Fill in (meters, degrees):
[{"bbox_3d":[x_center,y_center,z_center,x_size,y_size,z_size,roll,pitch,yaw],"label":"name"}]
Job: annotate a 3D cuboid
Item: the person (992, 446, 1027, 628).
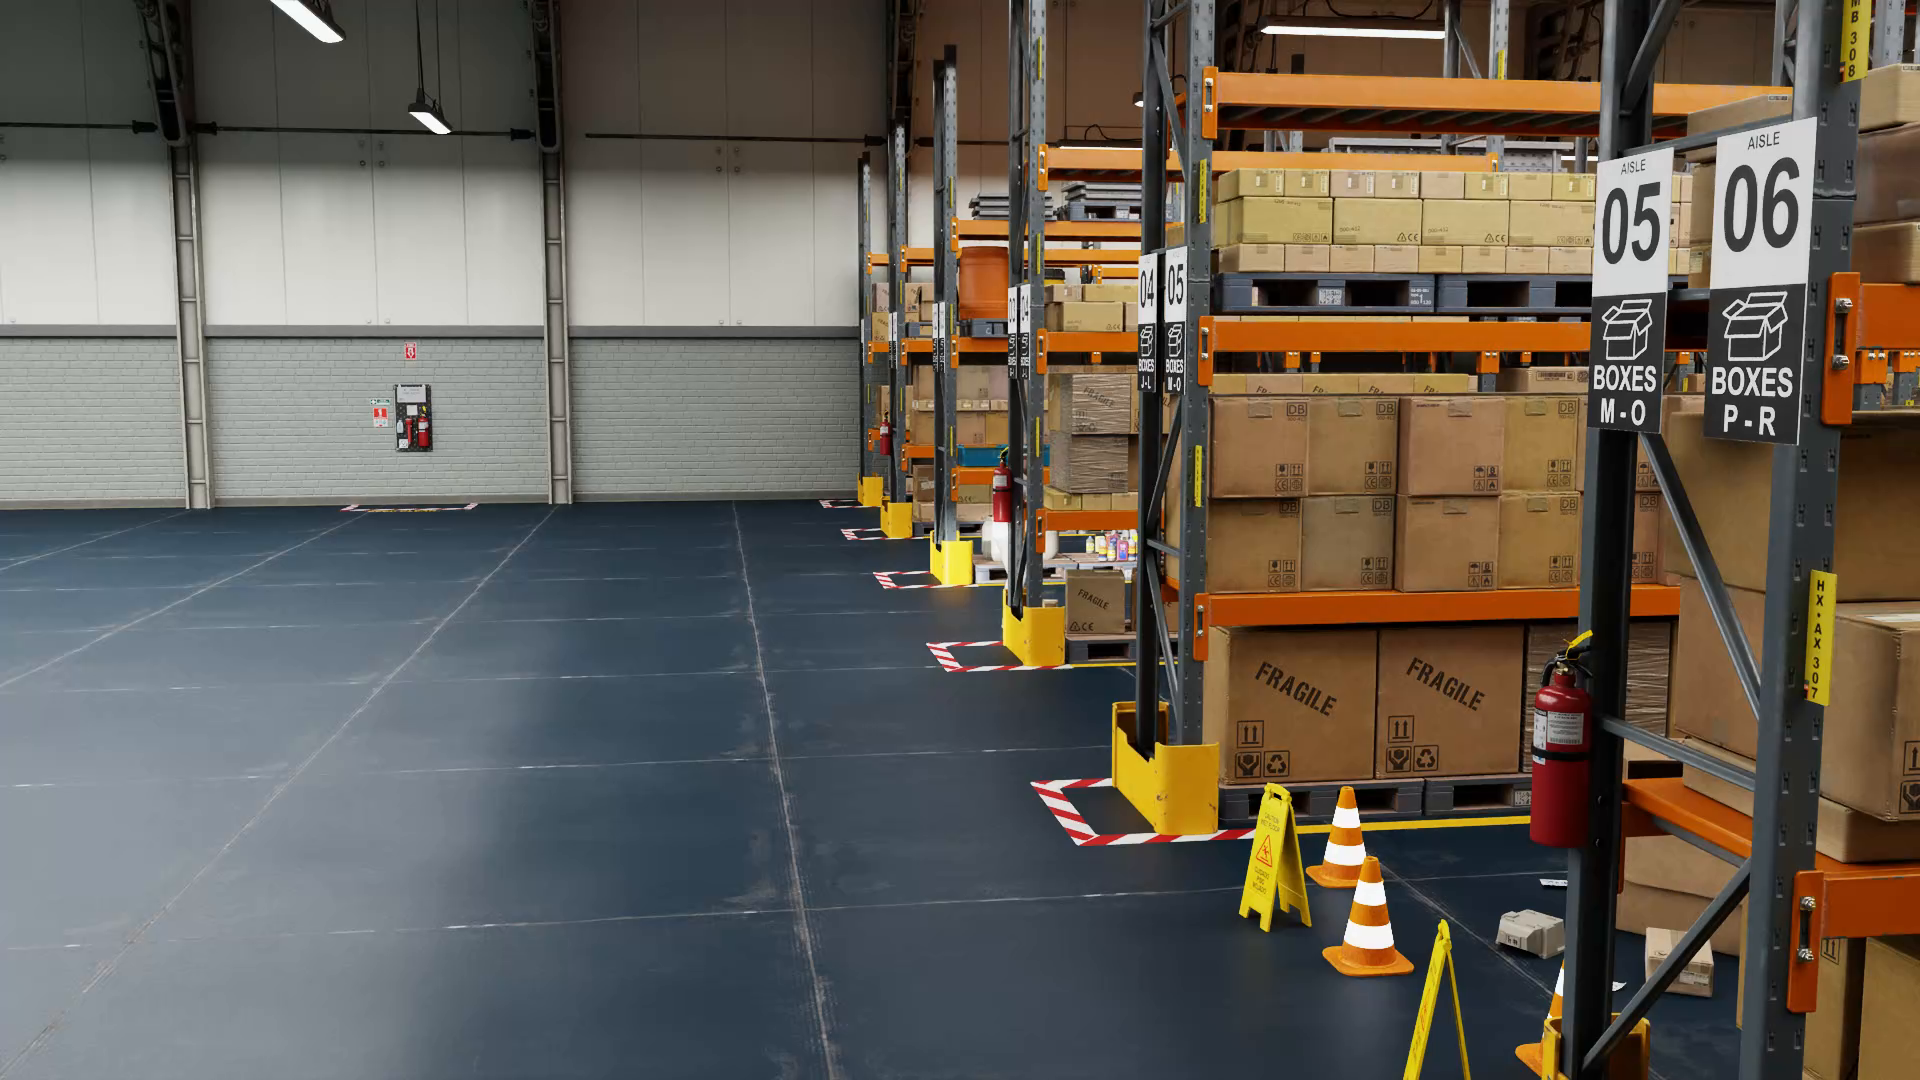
[{"bbox_3d":[0.534,-0.036,15.996,0.438,1.747,0.584,1,7,10],"label":"person"}]
